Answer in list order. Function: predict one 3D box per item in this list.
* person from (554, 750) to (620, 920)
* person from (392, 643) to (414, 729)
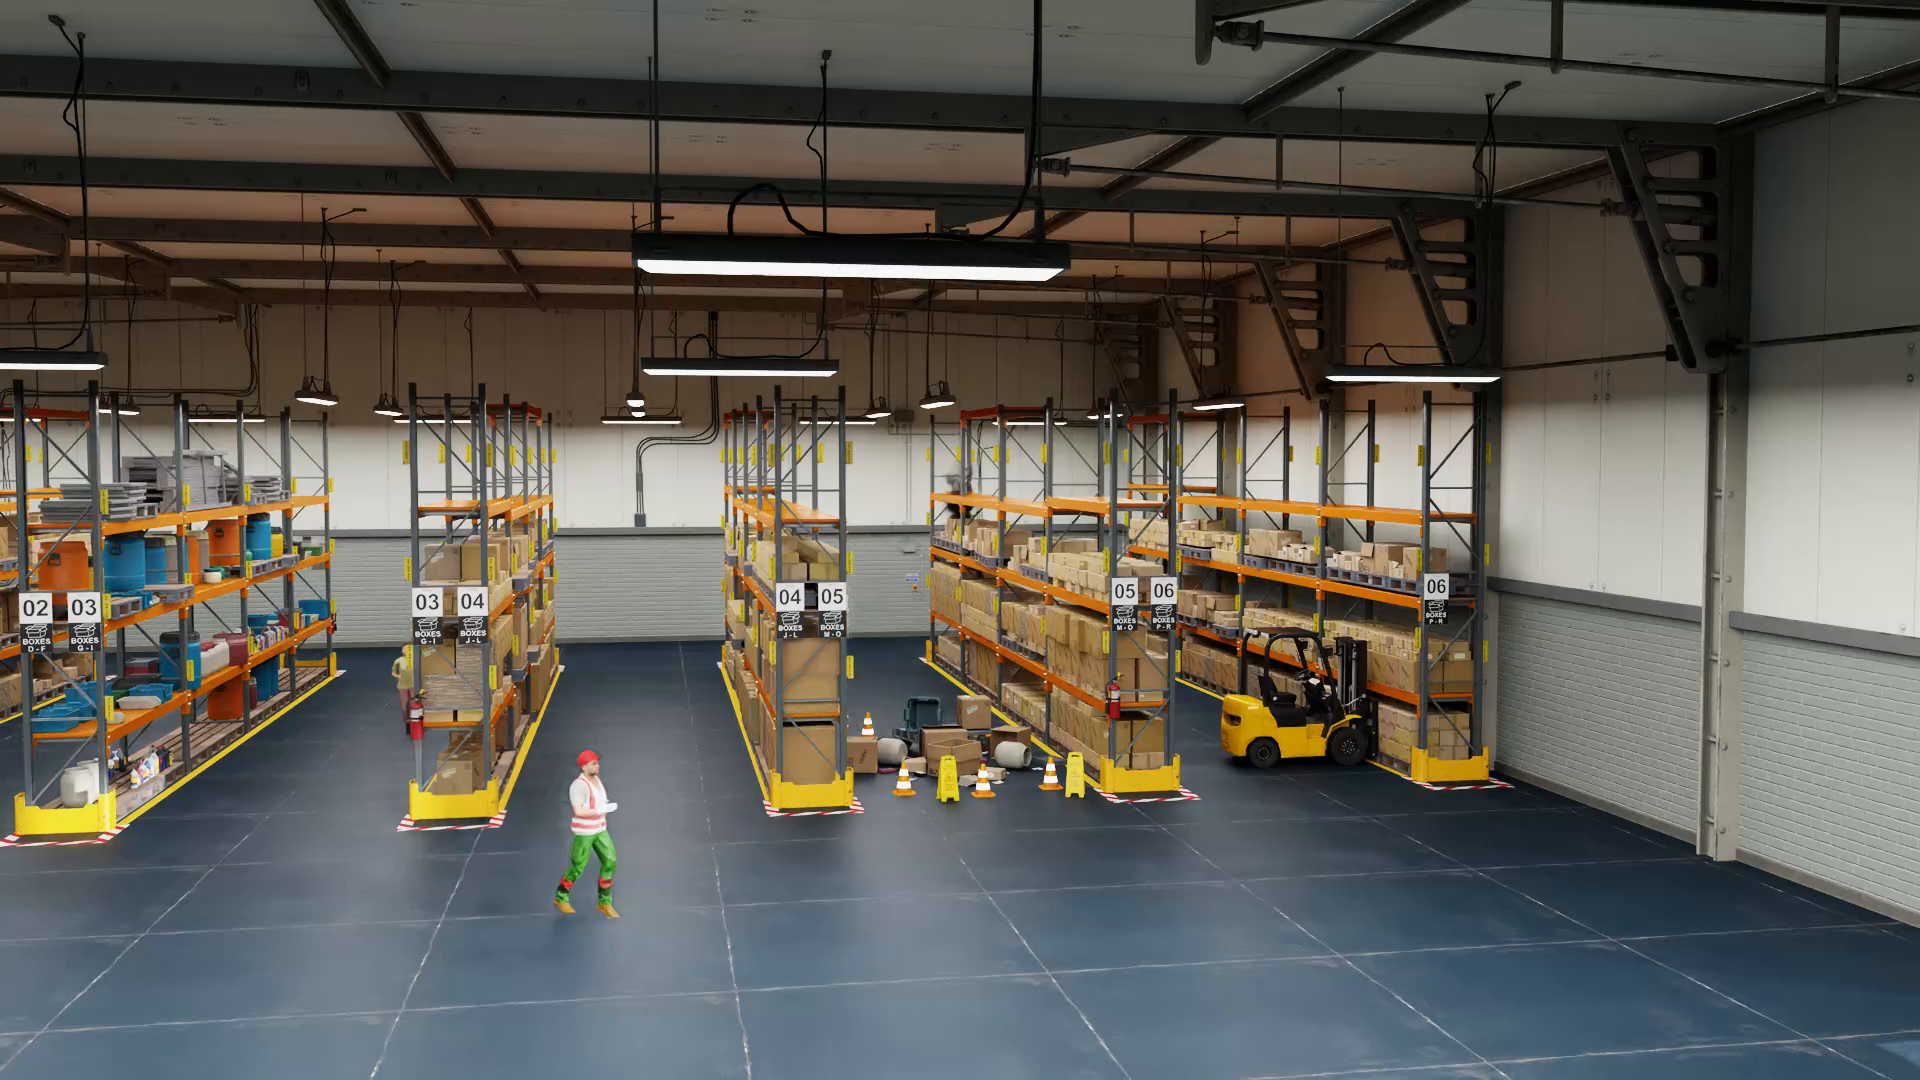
[{"bbox_3d":[-4.021,3.193,17.954,0.819,1.860,0.649,1,3,23],"label":"person"},{"bbox_3d":[-9.890,2.659,29.813,0.567,1.631,0.556,-1,3,-17],"label":"person"}]
